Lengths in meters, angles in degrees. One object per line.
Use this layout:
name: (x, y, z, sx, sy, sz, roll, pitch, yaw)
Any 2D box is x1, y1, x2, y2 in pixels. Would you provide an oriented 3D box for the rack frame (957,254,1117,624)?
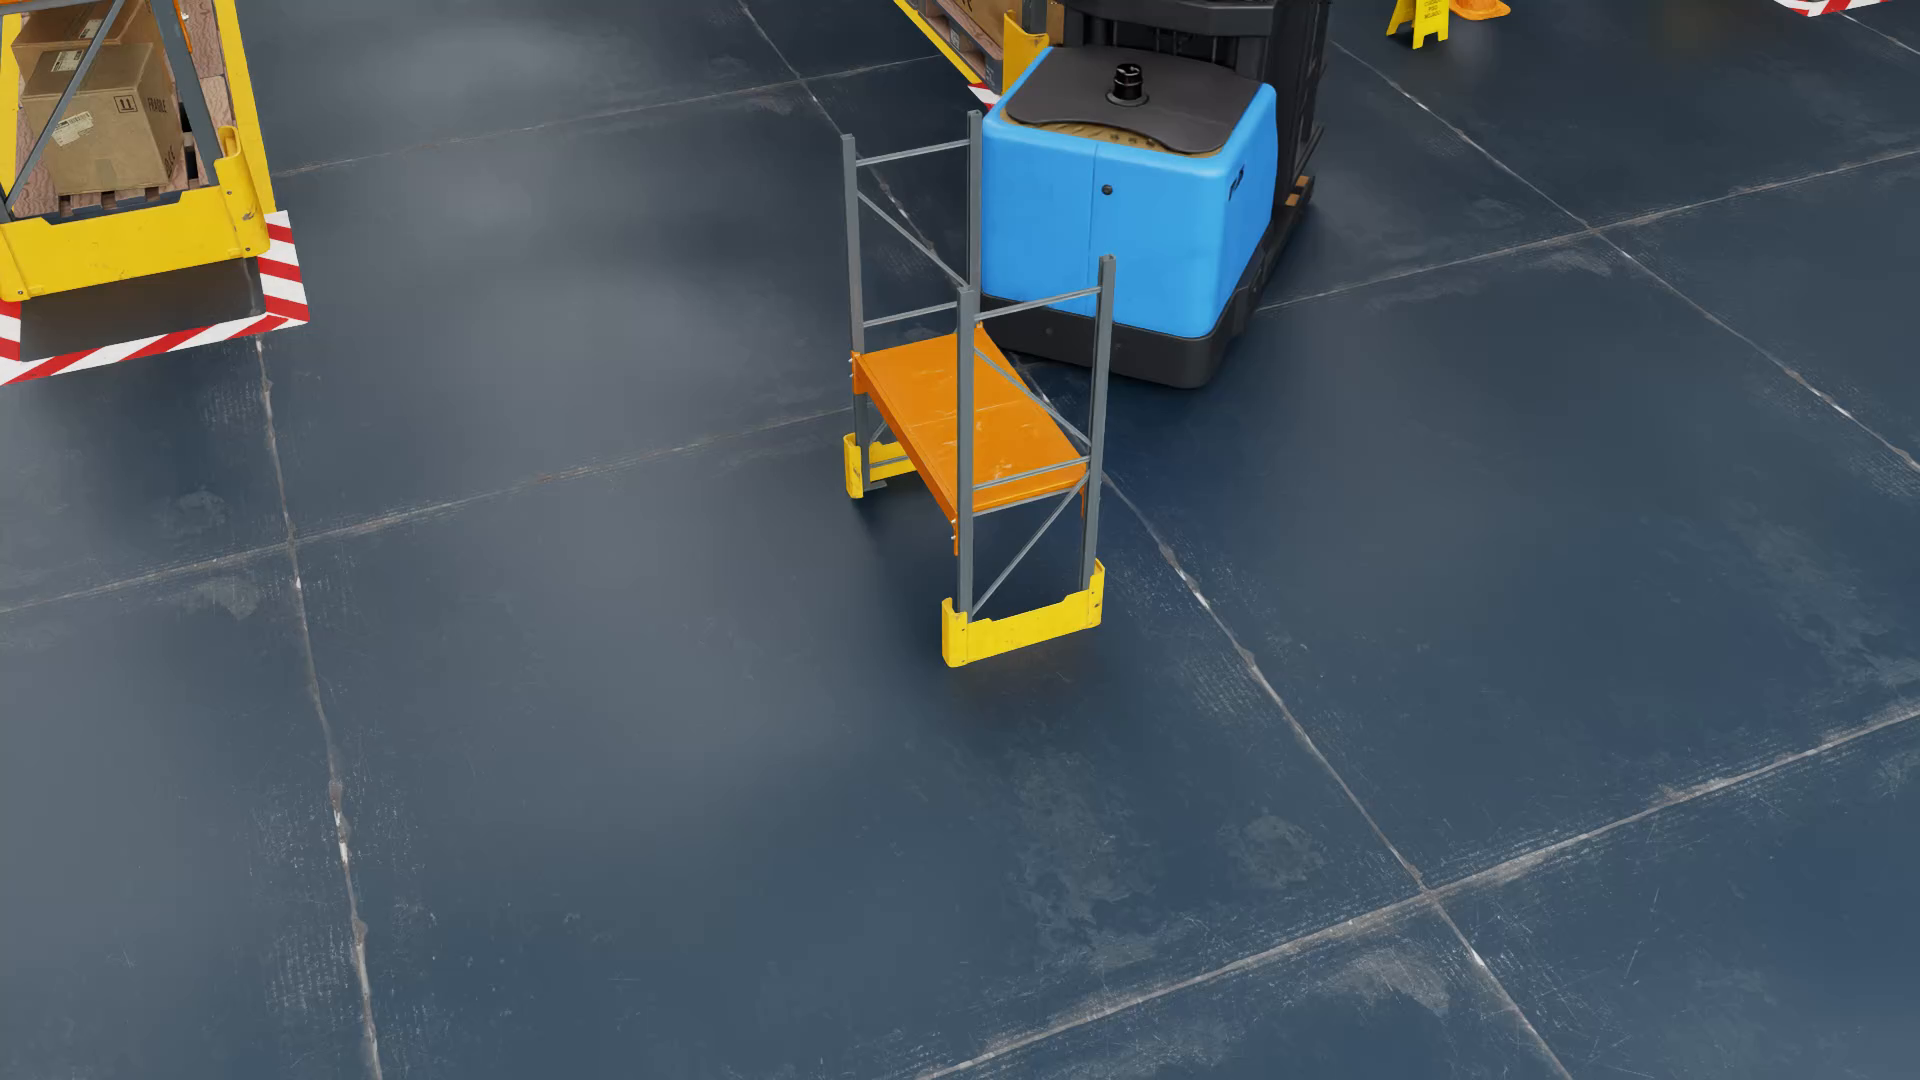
rack frame: (0.227, -0.211, 5.345, 0.500, 1.500, 0.032, -15, 43, -17)

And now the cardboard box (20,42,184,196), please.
cardboard box: (-4.038, -1.993, 7.862, 0.500, 0.500, 0.500, -8, 41, -9)

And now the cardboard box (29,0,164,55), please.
cardboard box: (-4.521, -2.726, 8.715, 0.500, 0.500, 0.500, -11, 42, -13)

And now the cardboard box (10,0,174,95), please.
cardboard box: (-4.299, -2.344, 8.271, 0.500, 0.500, 0.500, -5, 41, -6)

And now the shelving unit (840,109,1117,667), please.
shelving unit: (0.029, -0.523, 5.708, 0.587, 1.500, 1.083, -15, 43, -17)

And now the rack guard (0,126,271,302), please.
rack guard: (-3.844, -1.499, 7.610, 1.175, 0.500, 0.348, -15, 43, -17)

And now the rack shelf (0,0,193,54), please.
rack shelf: (-4.580, -3.333, 8.377, 1.077, 0.370, 4.000, -15, 43, -17)

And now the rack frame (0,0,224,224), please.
rack frame: (-3.815, -2.401, 6.741, 1.000, 3.000, 0.127, -15, 43, -17)

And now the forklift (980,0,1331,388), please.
forklift: (1.085, -2.704, 7.146, 1.130, 2.935, 3.031, 15, 43, 17)

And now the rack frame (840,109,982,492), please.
rack frame: (-0.162, -0.823, 6.057, 0.500, 1.500, 0.032, -15, 43, -17)

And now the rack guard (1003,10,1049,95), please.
rack guard: (0.815, -2.615, 8.908, 1.175, 0.500, 0.348, -15, 43, -17)

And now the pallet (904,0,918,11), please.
pallet: (-0.035, -3.716, 10.409, 1.003, 0.211, 1.213, -15, 43, -17)

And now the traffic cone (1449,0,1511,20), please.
traffic cone: (3.089, -3.367, 9.810, 0.336, 0.463, 0.334, -15, 43, -17)

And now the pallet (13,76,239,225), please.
pallet: (-4.122, -1.888, 8.283, 1.003, 0.211, 1.213, -15, 43, -17)

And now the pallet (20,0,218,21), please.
pallet: (-5.056, -3.357, 9.992, 1.003, 0.211, 1.213, -15, 43, -17)

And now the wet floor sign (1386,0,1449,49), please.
wet floor sign: (2.647, -3.161, 9.431, 0.267, 0.644, 0.232, -23, 46, -24)

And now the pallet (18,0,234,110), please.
pallet: (-4.585, -2.621, 9.136, 1.003, 0.211, 1.213, -15, 43, -17)

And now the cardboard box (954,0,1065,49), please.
cardboard box: (0.486, -3.323, 9.121, 0.875, 0.875, 0.875, -15, 43, -17)

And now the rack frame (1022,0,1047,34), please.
rack frame: (0.806, -3.577, 8.110, 1.000, 3.000, 0.127, -15, 43, -17)

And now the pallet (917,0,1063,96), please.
pallet: (0.428, -2.982, 9.556, 1.003, 0.211, 1.213, -15, 43, -17)

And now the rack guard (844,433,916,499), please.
rack guard: (-0.161, -0.349, 6.464, 0.587, 0.250, 0.087, -15, 43, -17)

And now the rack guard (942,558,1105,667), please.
rack guard: (0.220, 0.251, 5.766, 0.587, 0.250, 0.087, -15, 43, -17)

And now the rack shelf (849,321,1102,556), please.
rack shelf: (0.033, -0.381, 5.819, 0.538, 0.185, 1.000, -15, 43, -17)
